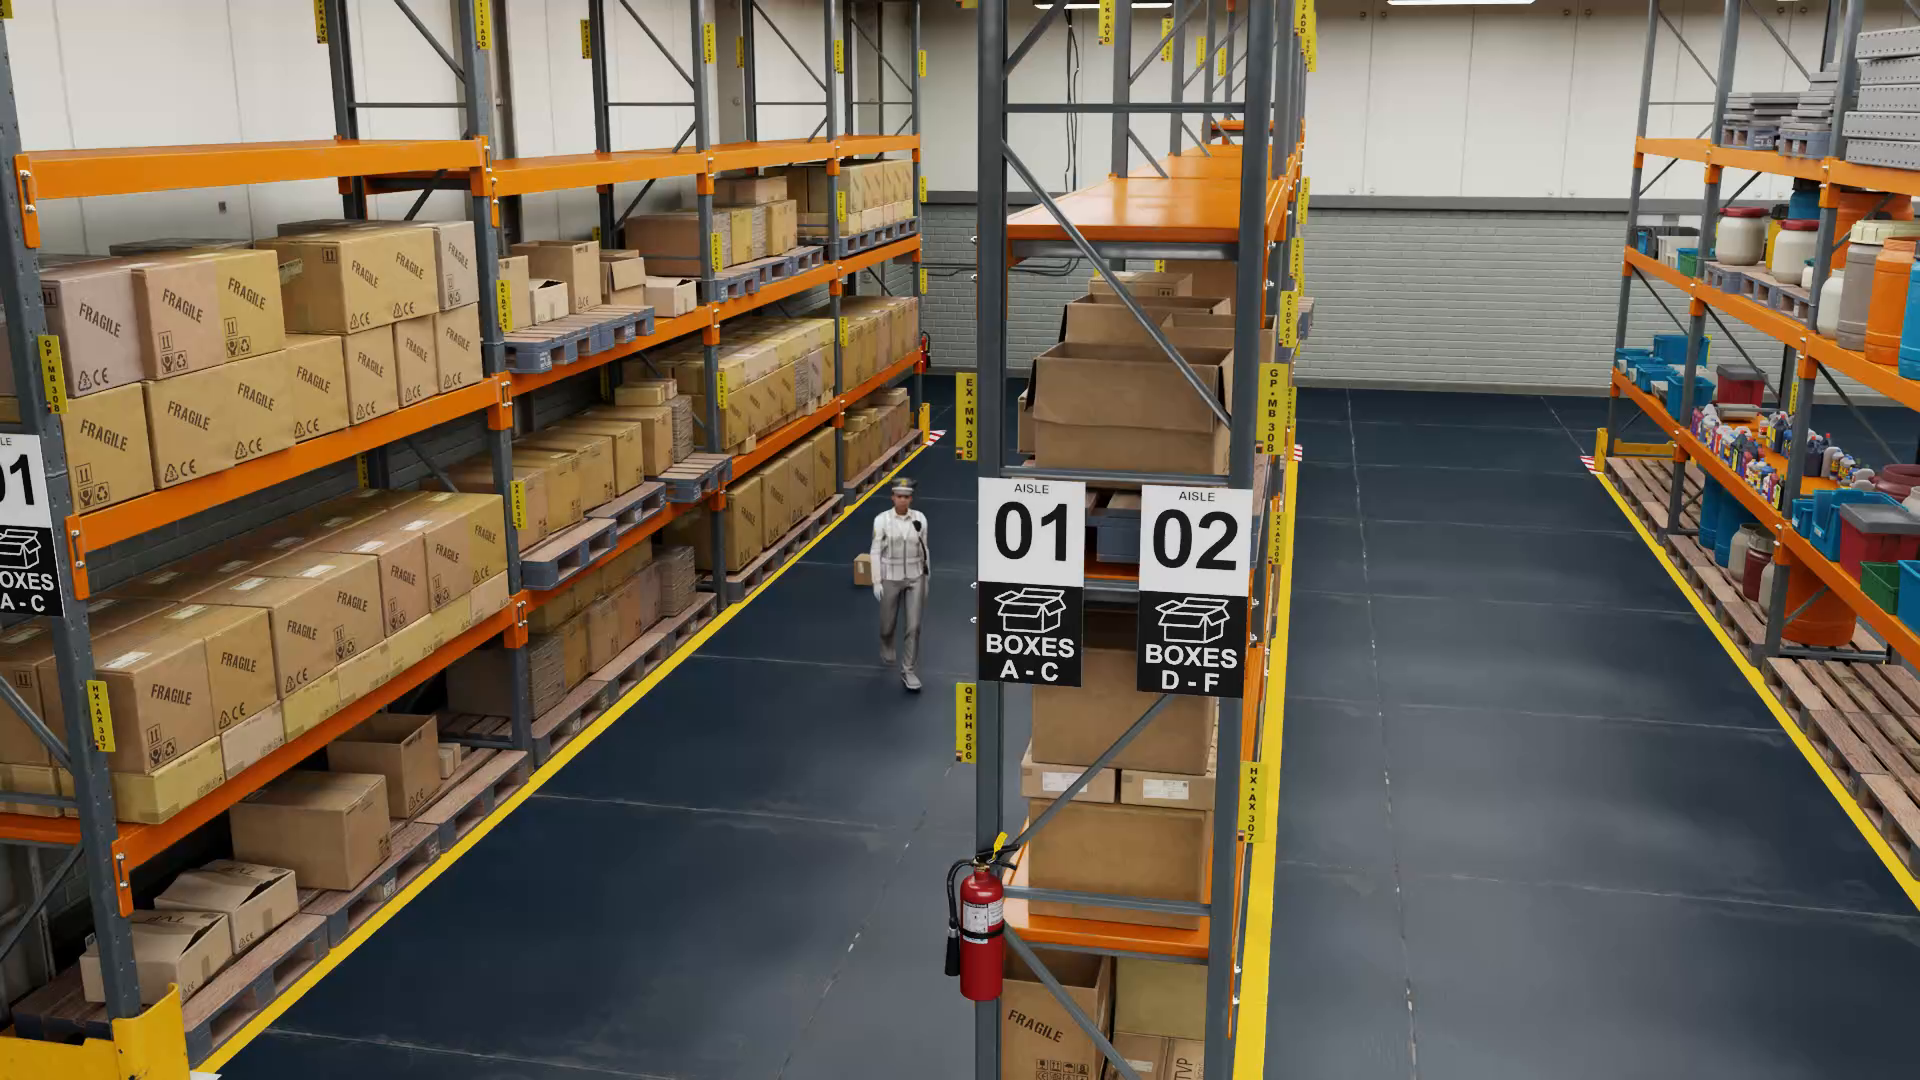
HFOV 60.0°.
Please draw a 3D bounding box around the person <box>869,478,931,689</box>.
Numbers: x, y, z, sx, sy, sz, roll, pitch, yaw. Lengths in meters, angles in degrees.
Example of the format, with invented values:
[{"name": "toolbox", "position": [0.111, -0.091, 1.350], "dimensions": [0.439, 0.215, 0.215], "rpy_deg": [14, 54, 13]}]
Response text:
[{"name": "person", "position": [-0.476, 0.302, 13.256], "dimensions": [0.491, 1.666, 0.710], "rpy_deg": [-3, 15, -11]}]
